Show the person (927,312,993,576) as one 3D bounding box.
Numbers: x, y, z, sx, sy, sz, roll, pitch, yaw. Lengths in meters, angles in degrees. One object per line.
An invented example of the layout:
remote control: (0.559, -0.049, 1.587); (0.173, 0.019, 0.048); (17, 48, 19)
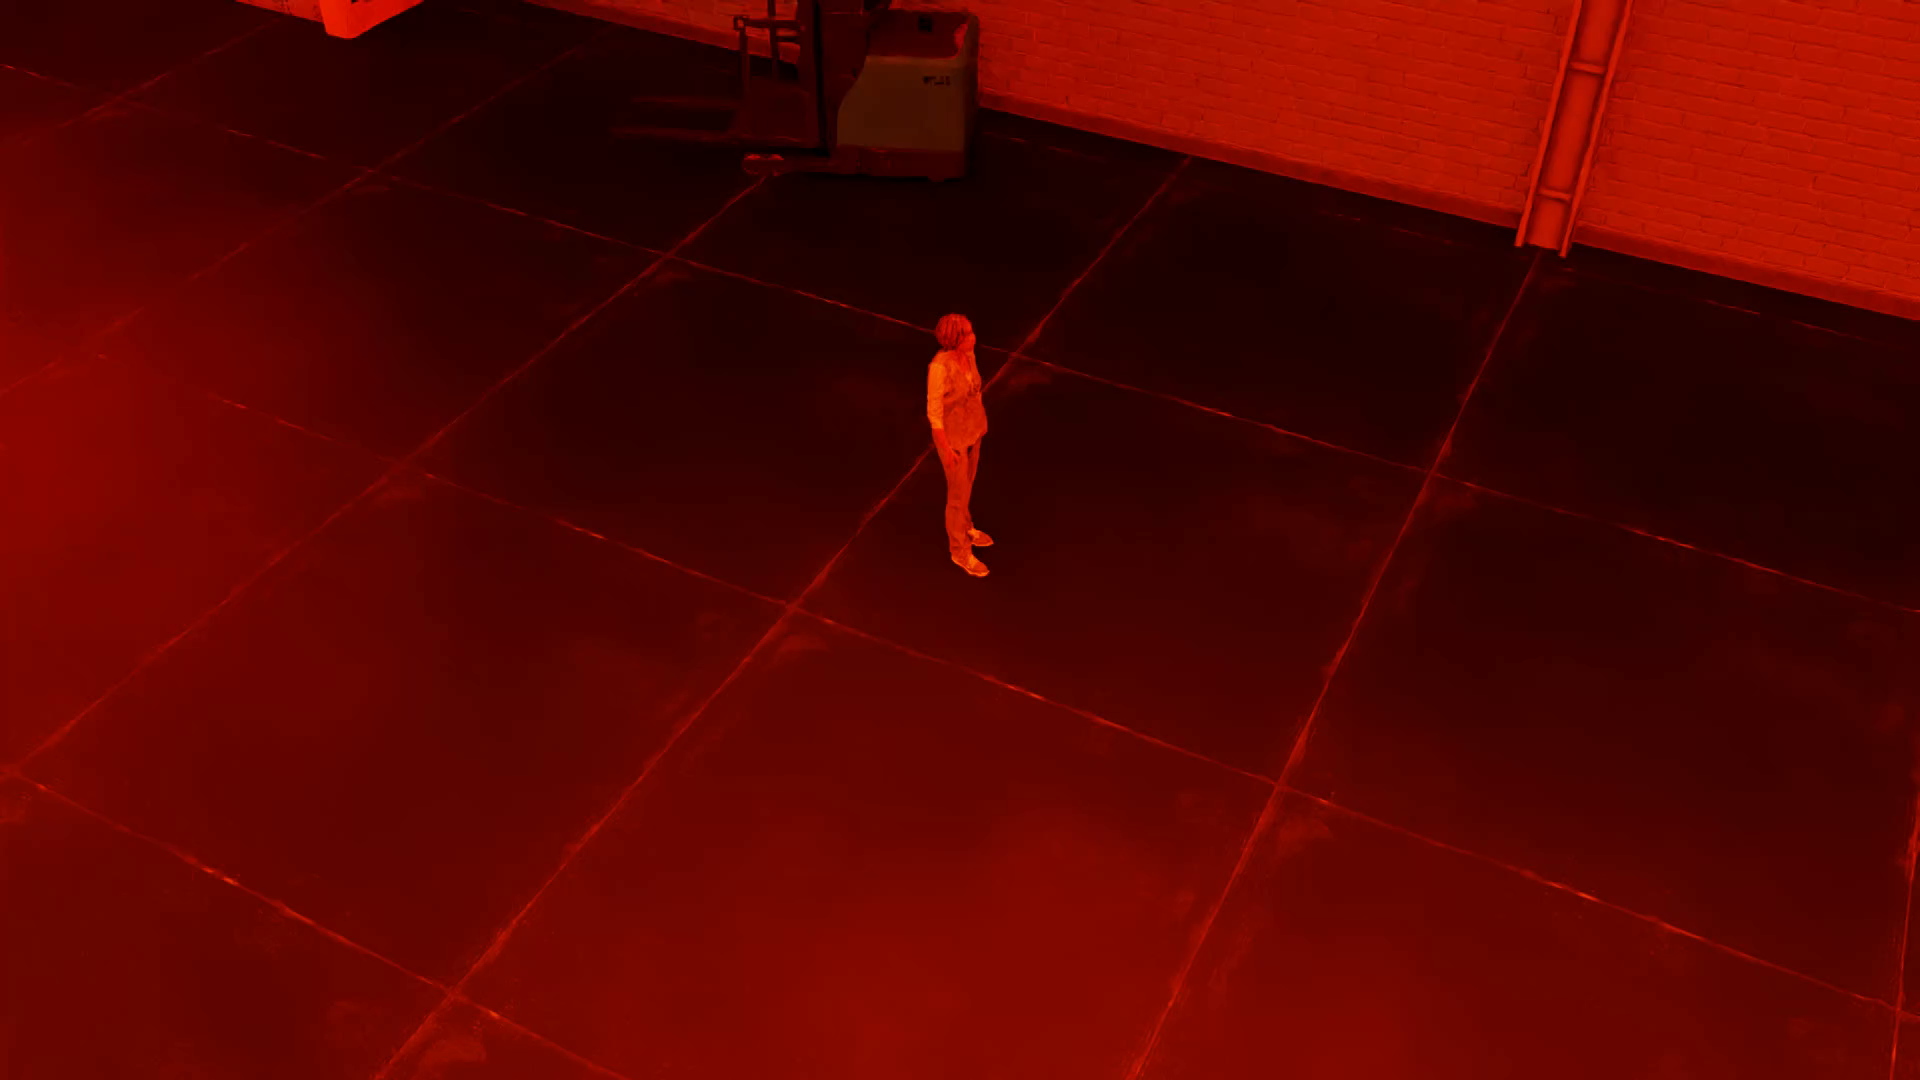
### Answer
person: (0.059, -0.586, 9.707); (0.474, 1.597, 0.521); (18, 43, 21)

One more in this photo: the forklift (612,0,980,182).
forklift: (-1.389, -4.492, 13.320); (3.031, 2.935, 1.130); (5, 40, 6)
